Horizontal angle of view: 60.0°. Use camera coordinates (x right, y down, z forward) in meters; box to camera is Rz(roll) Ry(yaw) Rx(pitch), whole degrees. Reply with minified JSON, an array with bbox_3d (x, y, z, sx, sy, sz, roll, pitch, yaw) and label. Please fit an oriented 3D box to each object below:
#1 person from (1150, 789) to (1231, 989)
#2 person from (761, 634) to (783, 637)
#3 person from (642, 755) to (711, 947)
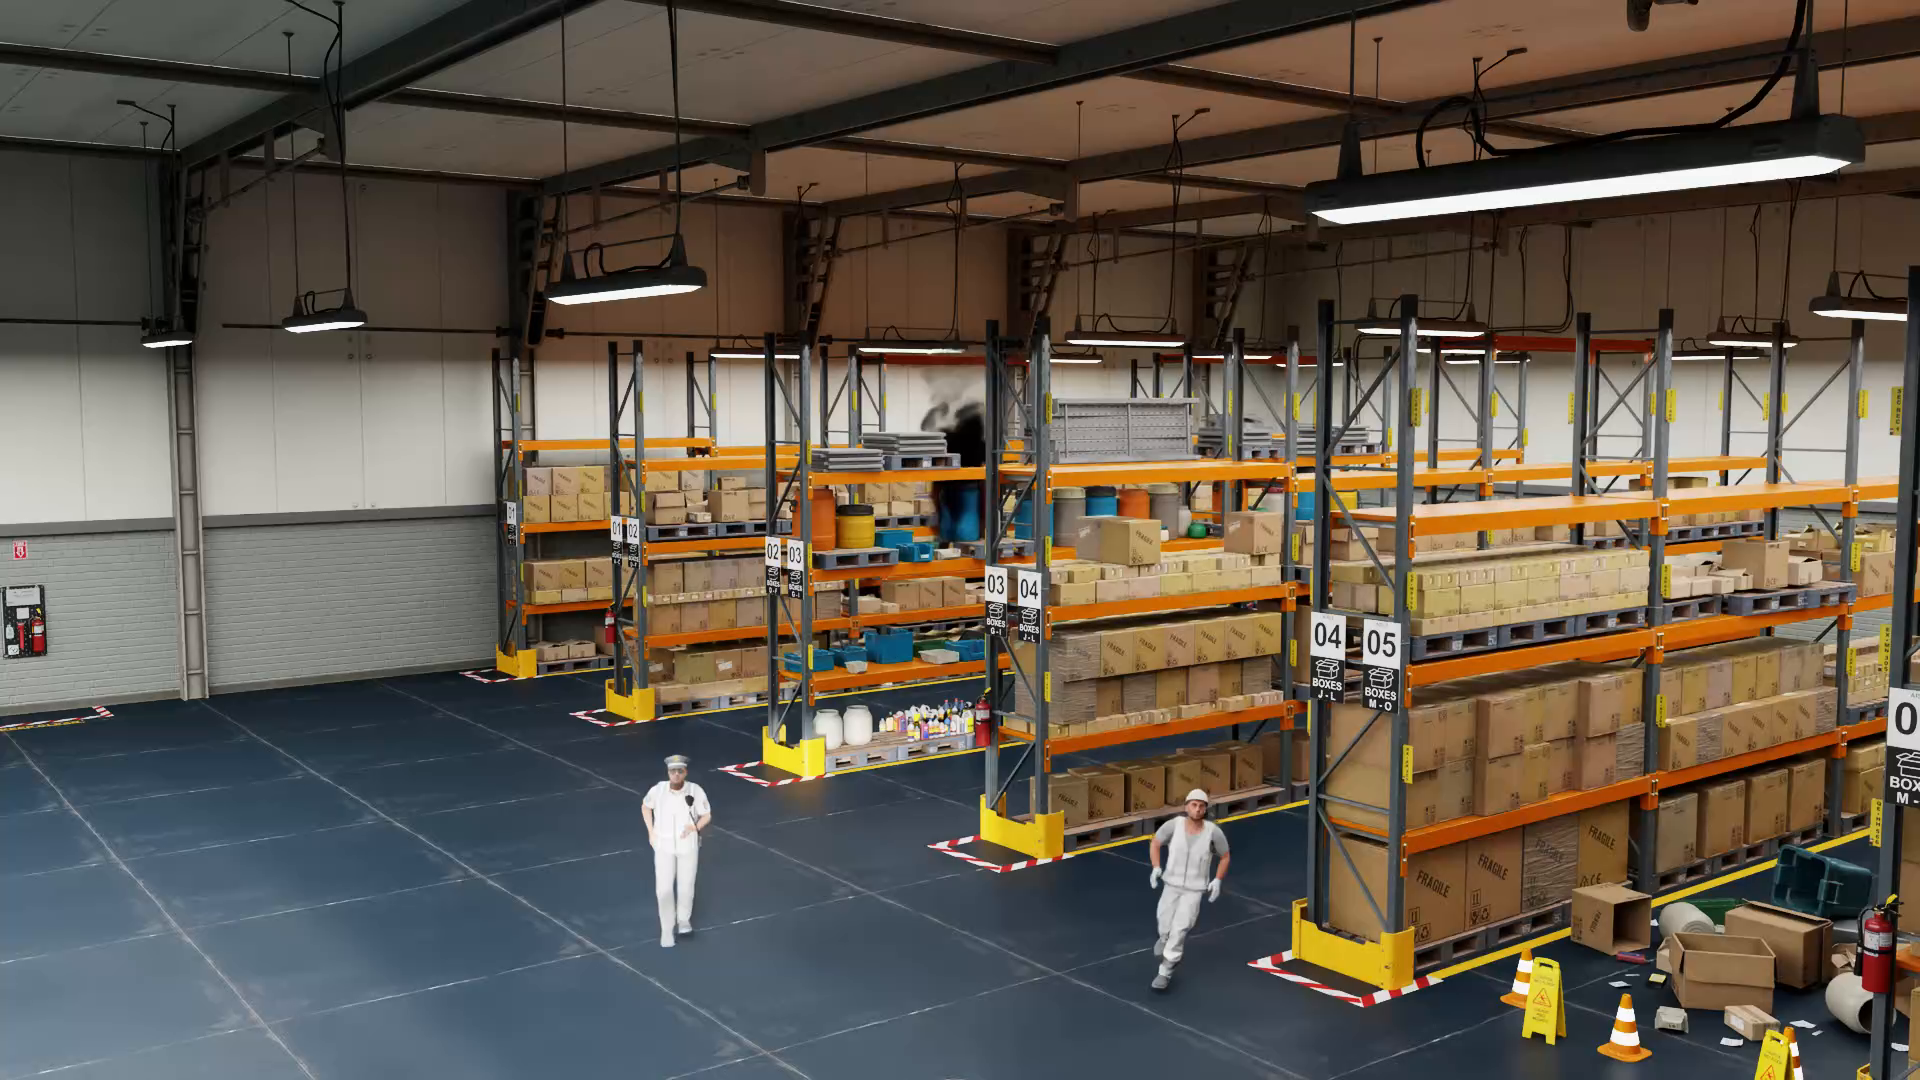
[{"bbox_3d":[2.008,3.029,14.577,0.704,1.715,0.690,1,5,13],"label":"person"},{"bbox_3d":[-3.433,1.627,30.723,0.576,1.749,0.719,4,7,41],"label":"person"},{"bbox_3d":[-2.672,2.934,15.676,0.650,1.858,0.671,-1,5,-9],"label":"person"}]
